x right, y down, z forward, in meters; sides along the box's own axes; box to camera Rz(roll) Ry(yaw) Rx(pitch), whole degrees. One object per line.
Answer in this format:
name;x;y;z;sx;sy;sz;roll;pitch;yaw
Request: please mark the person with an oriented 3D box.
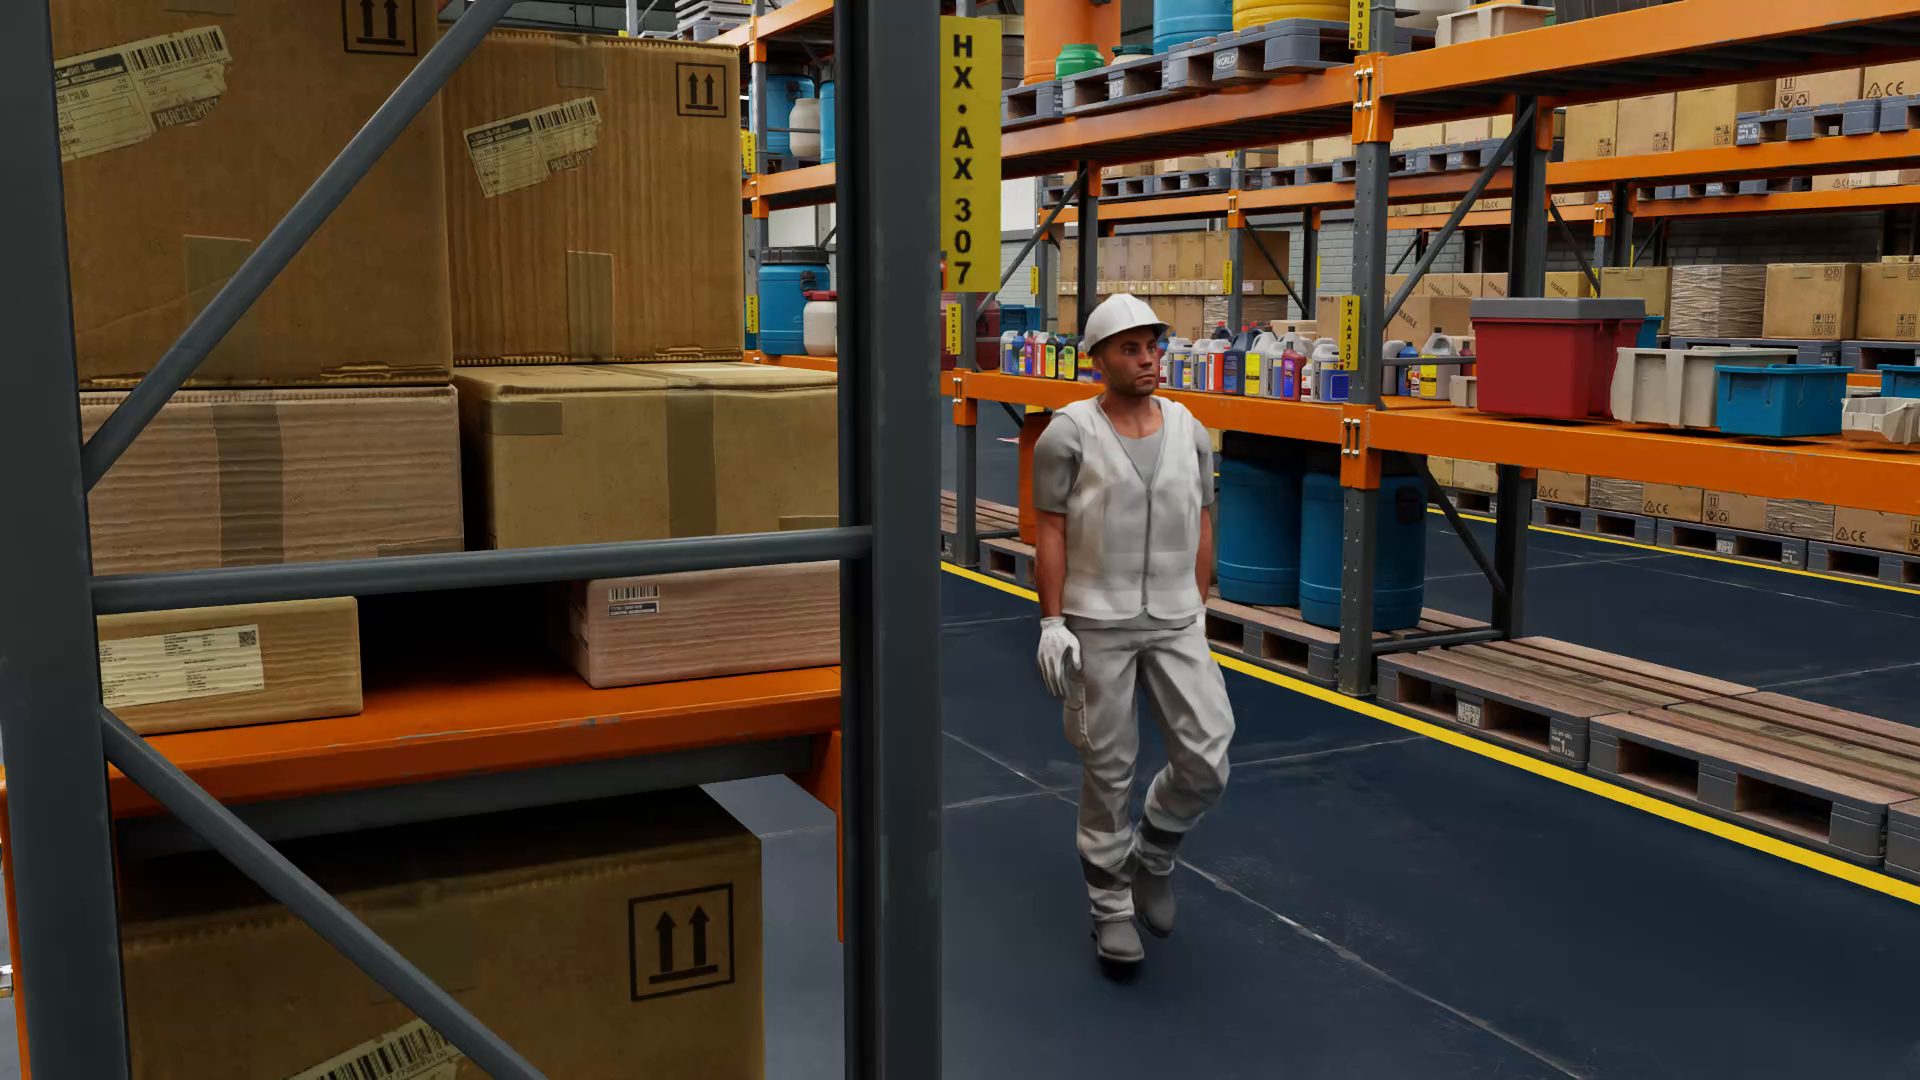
person;0.457;0.240;4.446;0.541;1.783;0.469;-2;9;-13
